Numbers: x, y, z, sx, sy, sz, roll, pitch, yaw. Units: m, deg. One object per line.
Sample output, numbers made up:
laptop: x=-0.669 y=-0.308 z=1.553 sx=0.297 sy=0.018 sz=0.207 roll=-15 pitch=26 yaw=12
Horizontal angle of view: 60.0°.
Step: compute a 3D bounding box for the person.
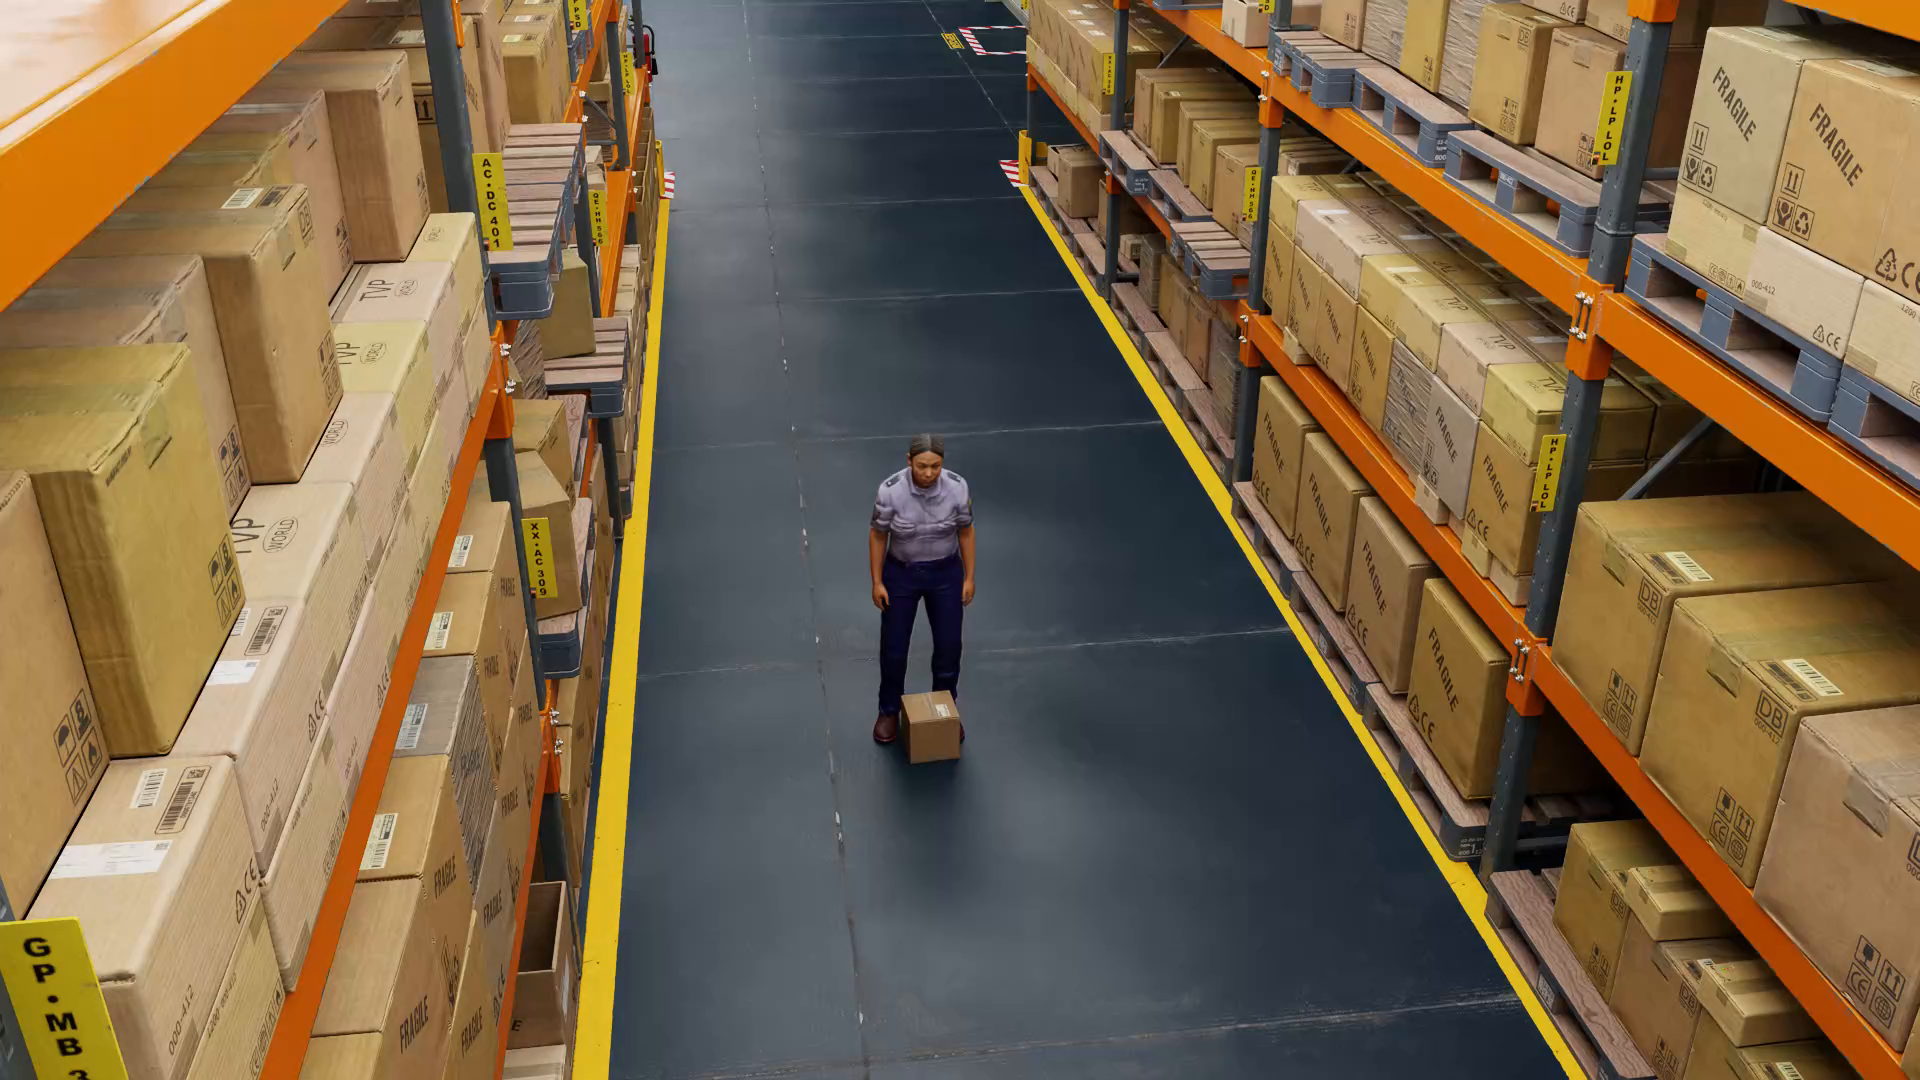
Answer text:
person: x=-0.186 y=0.217 z=8.205 sx=0.540 sy=1.652 sz=0.413 roll=-4 pitch=28 yaw=-7
